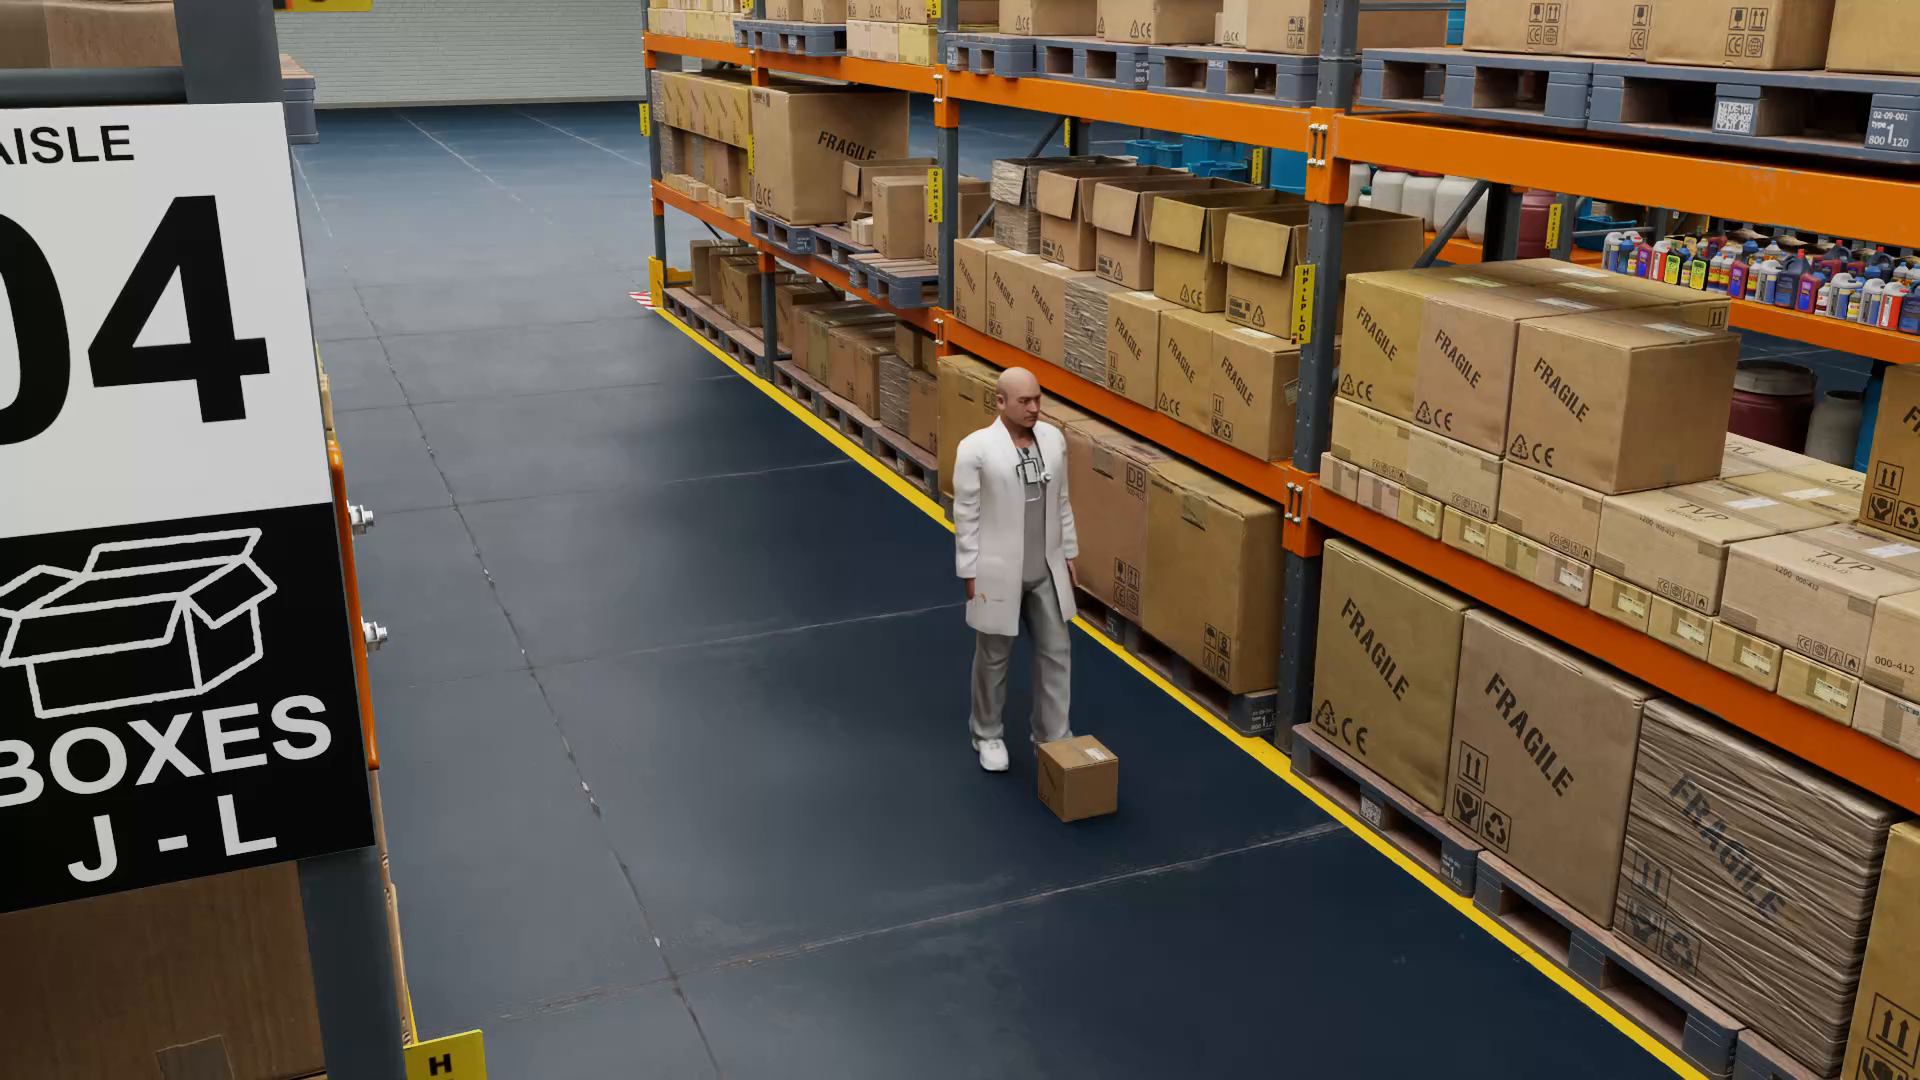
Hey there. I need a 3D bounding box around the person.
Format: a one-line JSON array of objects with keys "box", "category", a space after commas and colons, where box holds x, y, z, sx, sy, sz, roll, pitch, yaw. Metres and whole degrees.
[{"box": [0.299, 0.150, 7.140, 0.596, 1.781, 0.576, -10, 21, -27], "category": "person"}]
